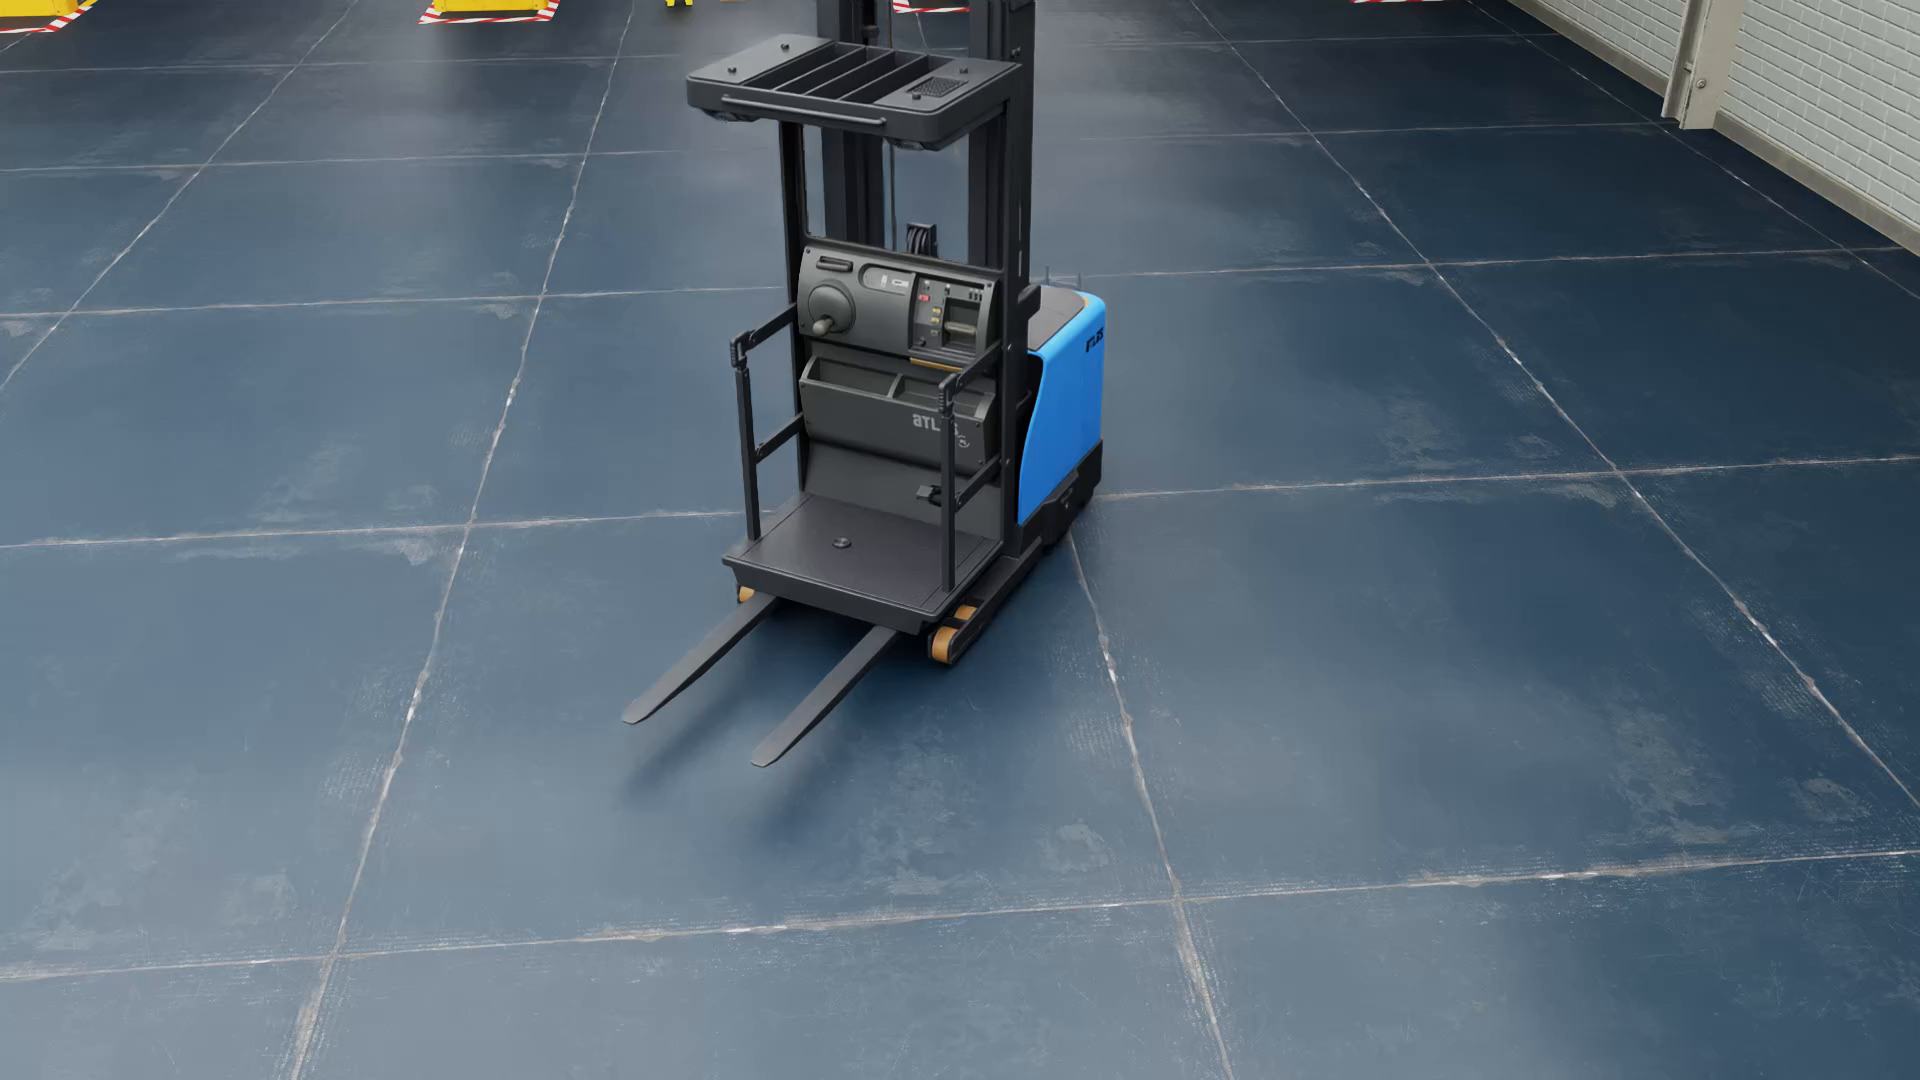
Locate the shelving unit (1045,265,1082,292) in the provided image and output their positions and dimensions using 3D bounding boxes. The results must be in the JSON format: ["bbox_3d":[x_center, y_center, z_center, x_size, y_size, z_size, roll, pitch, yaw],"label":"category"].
[{"bbox_3d":[0.477,-0.887,8.711,0.215,1.050,0.252,14,34,22],"label":"shelving unit"}]

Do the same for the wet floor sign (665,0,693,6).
[{"bbox_3d":[-3.037,-6.079,17.798,0.267,0.644,0.232,-8,32,-13],"label":"wet floor sign"}]

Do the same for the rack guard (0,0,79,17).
[{"bbox_3d":[-9.966,-5.789,17.455,1.175,0.500,0.348,-3,31,-5],"label":"rack guard"}]

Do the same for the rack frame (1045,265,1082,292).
[{"bbox_3d":[0.531,-0.943,8.805,0.200,1.050,0.008,14,34,22],"label":"rack frame"}]

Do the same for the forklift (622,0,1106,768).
[{"bbox_3d":[-0.376,-0.970,7.016,1.130,2.935,3.031,14,34,22],"label":"forklift"}]

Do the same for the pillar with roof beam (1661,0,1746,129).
[{"bbox_3d":[1.956,-7.243,11.600,9.100,9.000,0.400,-3,31,-5],"label":"pillar with roof beam"}]

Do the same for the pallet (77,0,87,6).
[{"bbox_3d":[-10.007,-6.082,18.226,1.003,0.211,1.213,-3,31,-5],"label":"pallet"}]

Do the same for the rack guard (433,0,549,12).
[{"bbox_3d":[-5.009,-5.924,17.681,1.175,0.500,0.348,-3,31,-5],"label":"rack guard"}]
